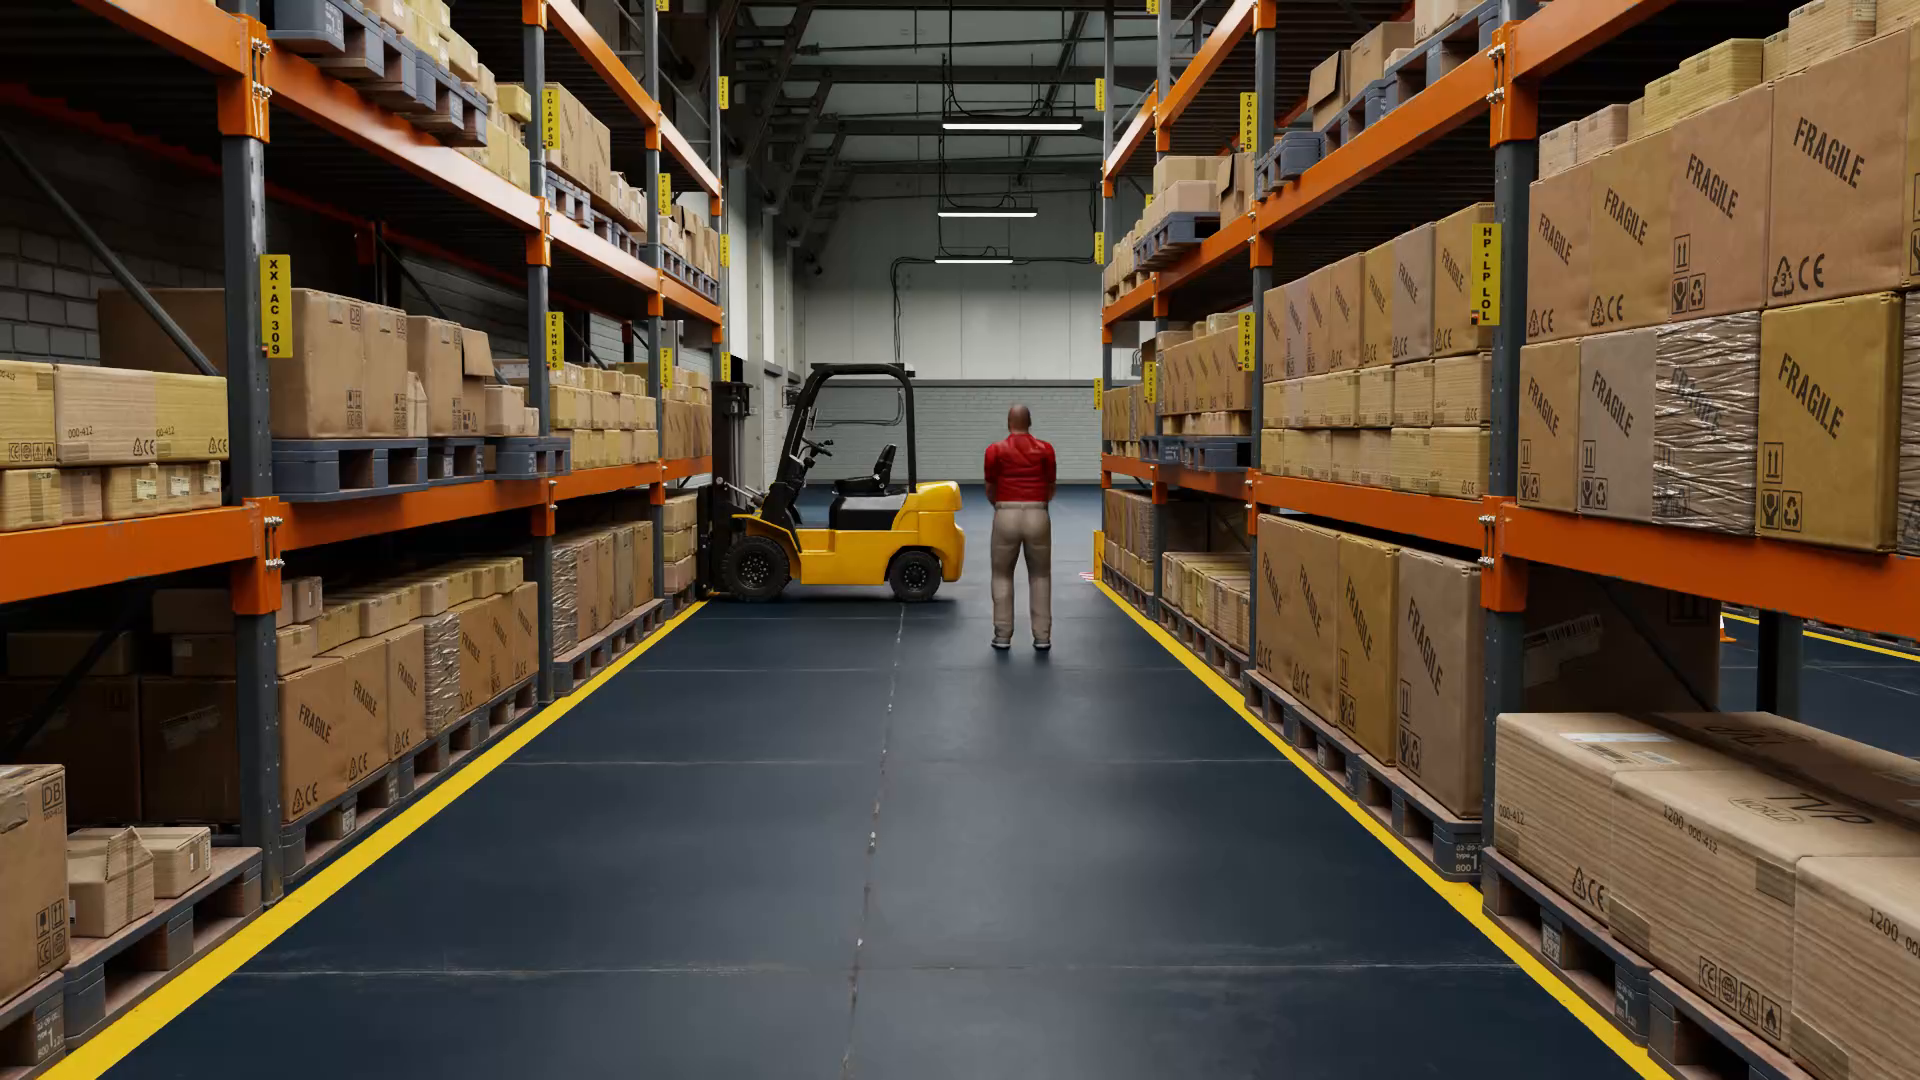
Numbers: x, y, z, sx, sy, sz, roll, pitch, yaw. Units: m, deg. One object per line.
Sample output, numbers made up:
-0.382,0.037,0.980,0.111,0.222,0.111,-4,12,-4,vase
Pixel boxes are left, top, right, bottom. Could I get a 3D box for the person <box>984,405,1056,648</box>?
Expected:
0.423,-0.099,11.883,0.514,1.725,0.530,0,4,-2,person
